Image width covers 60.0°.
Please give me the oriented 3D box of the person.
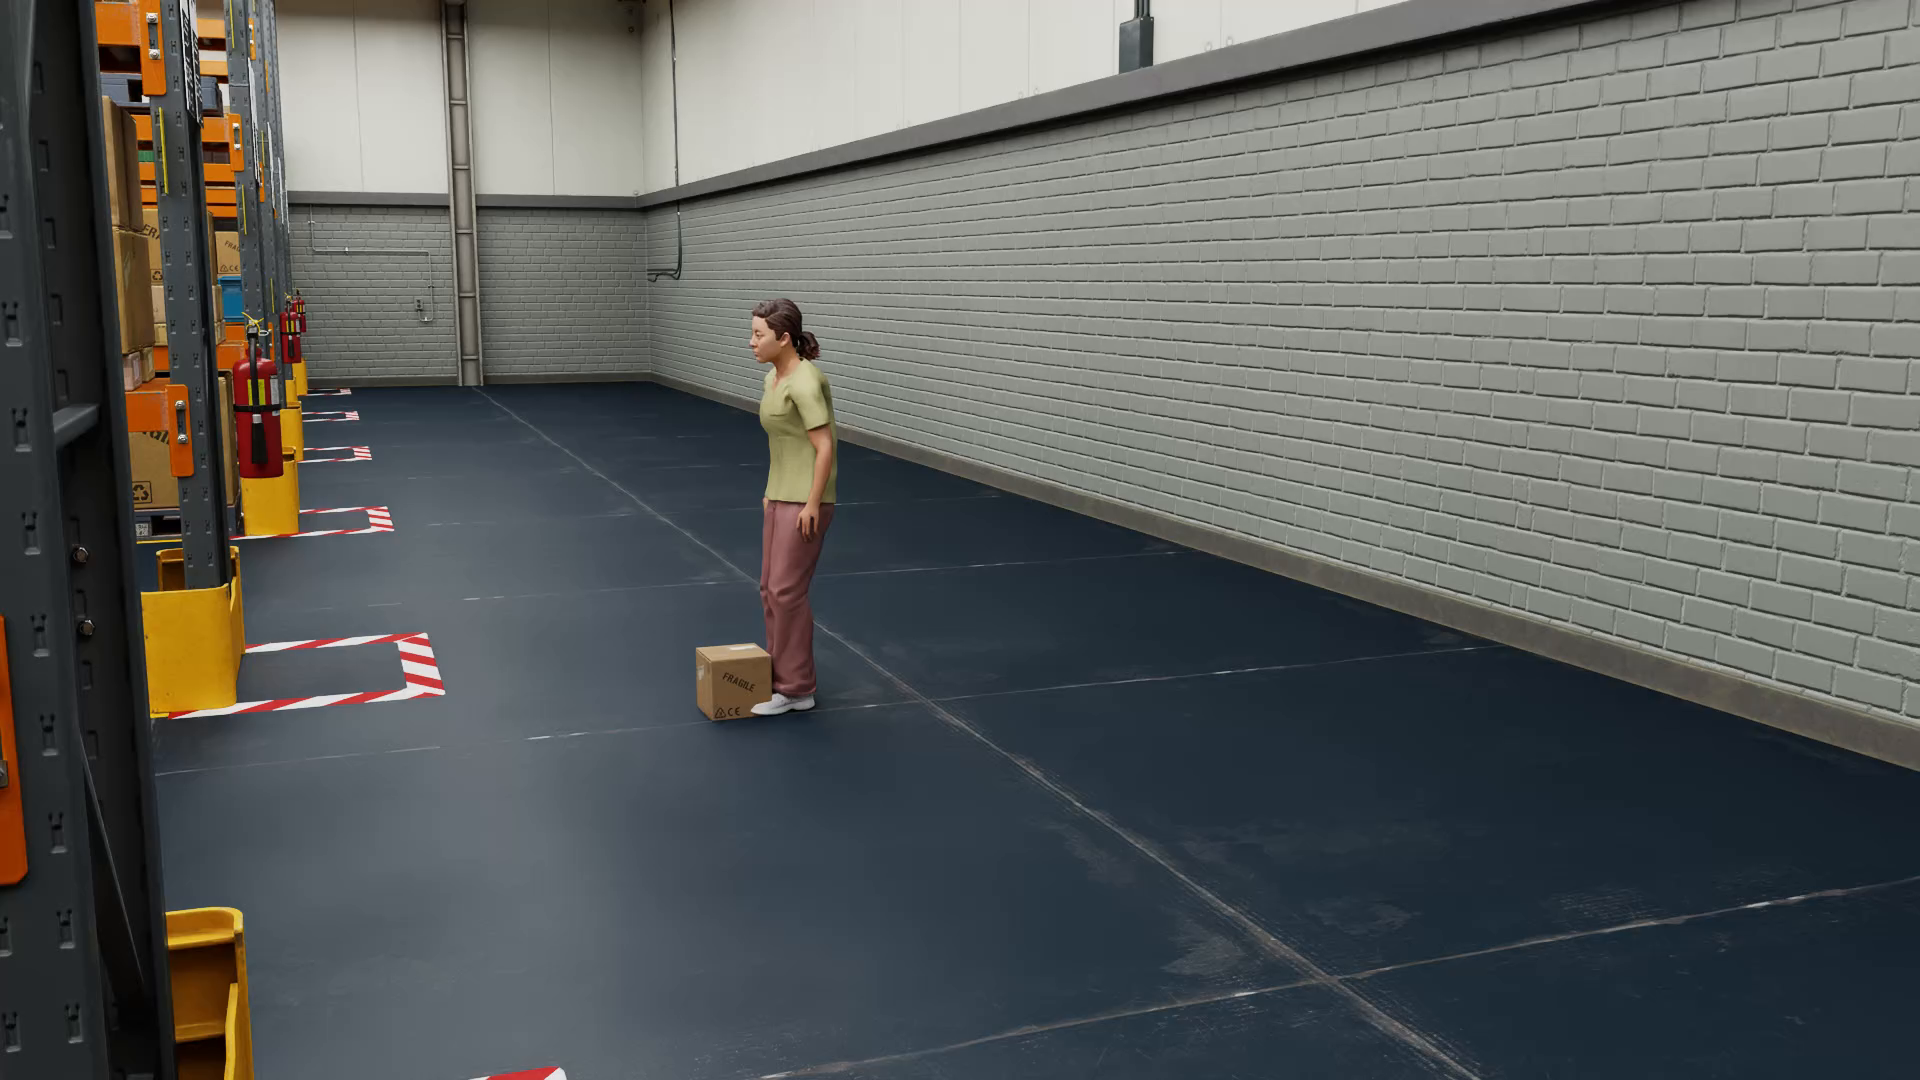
[{"bbox_3d":[-0.715,-0.138,6.747,0.416,1.671,0.520,-4,10,-24],"label":"person"}]
